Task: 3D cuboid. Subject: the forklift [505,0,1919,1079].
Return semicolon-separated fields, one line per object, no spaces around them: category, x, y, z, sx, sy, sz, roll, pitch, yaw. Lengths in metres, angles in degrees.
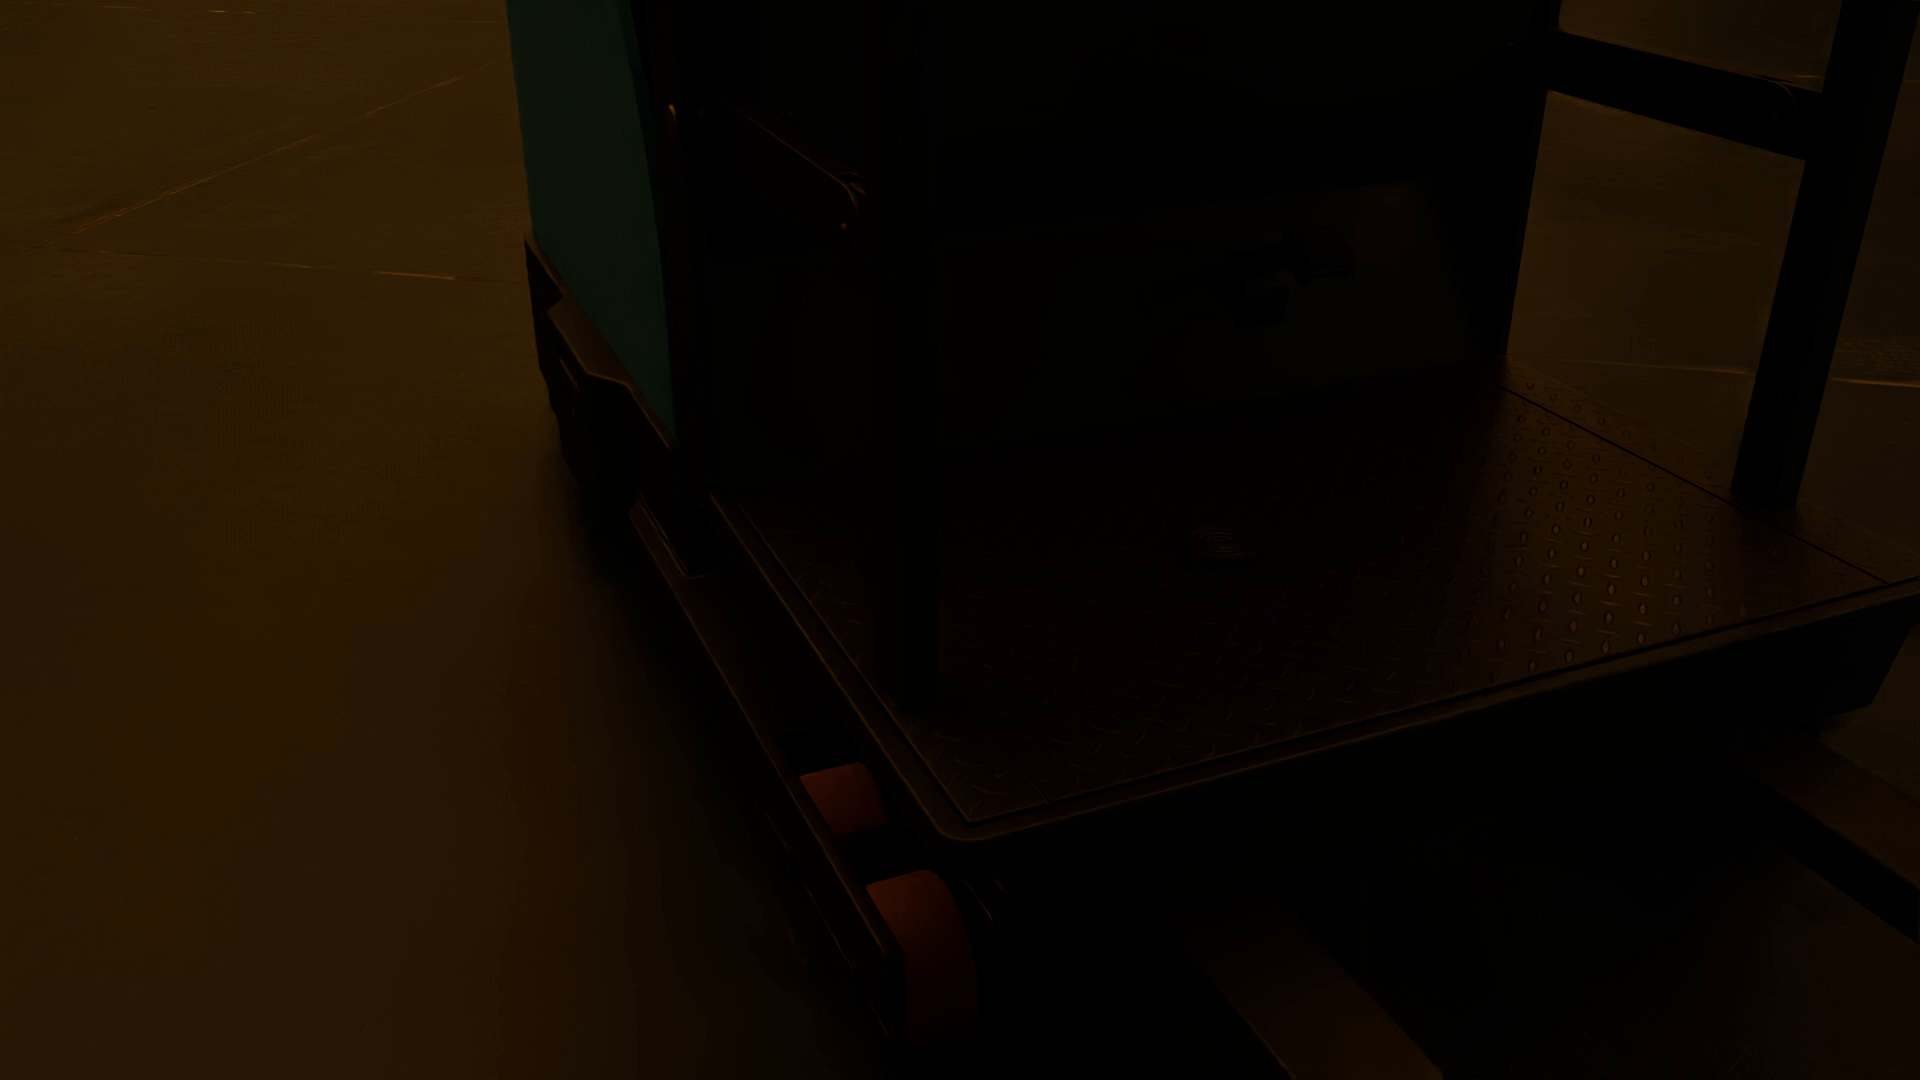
forklift;0.302;-1.052;1.331;1.130;2.935;3.031;-11;29;-21
